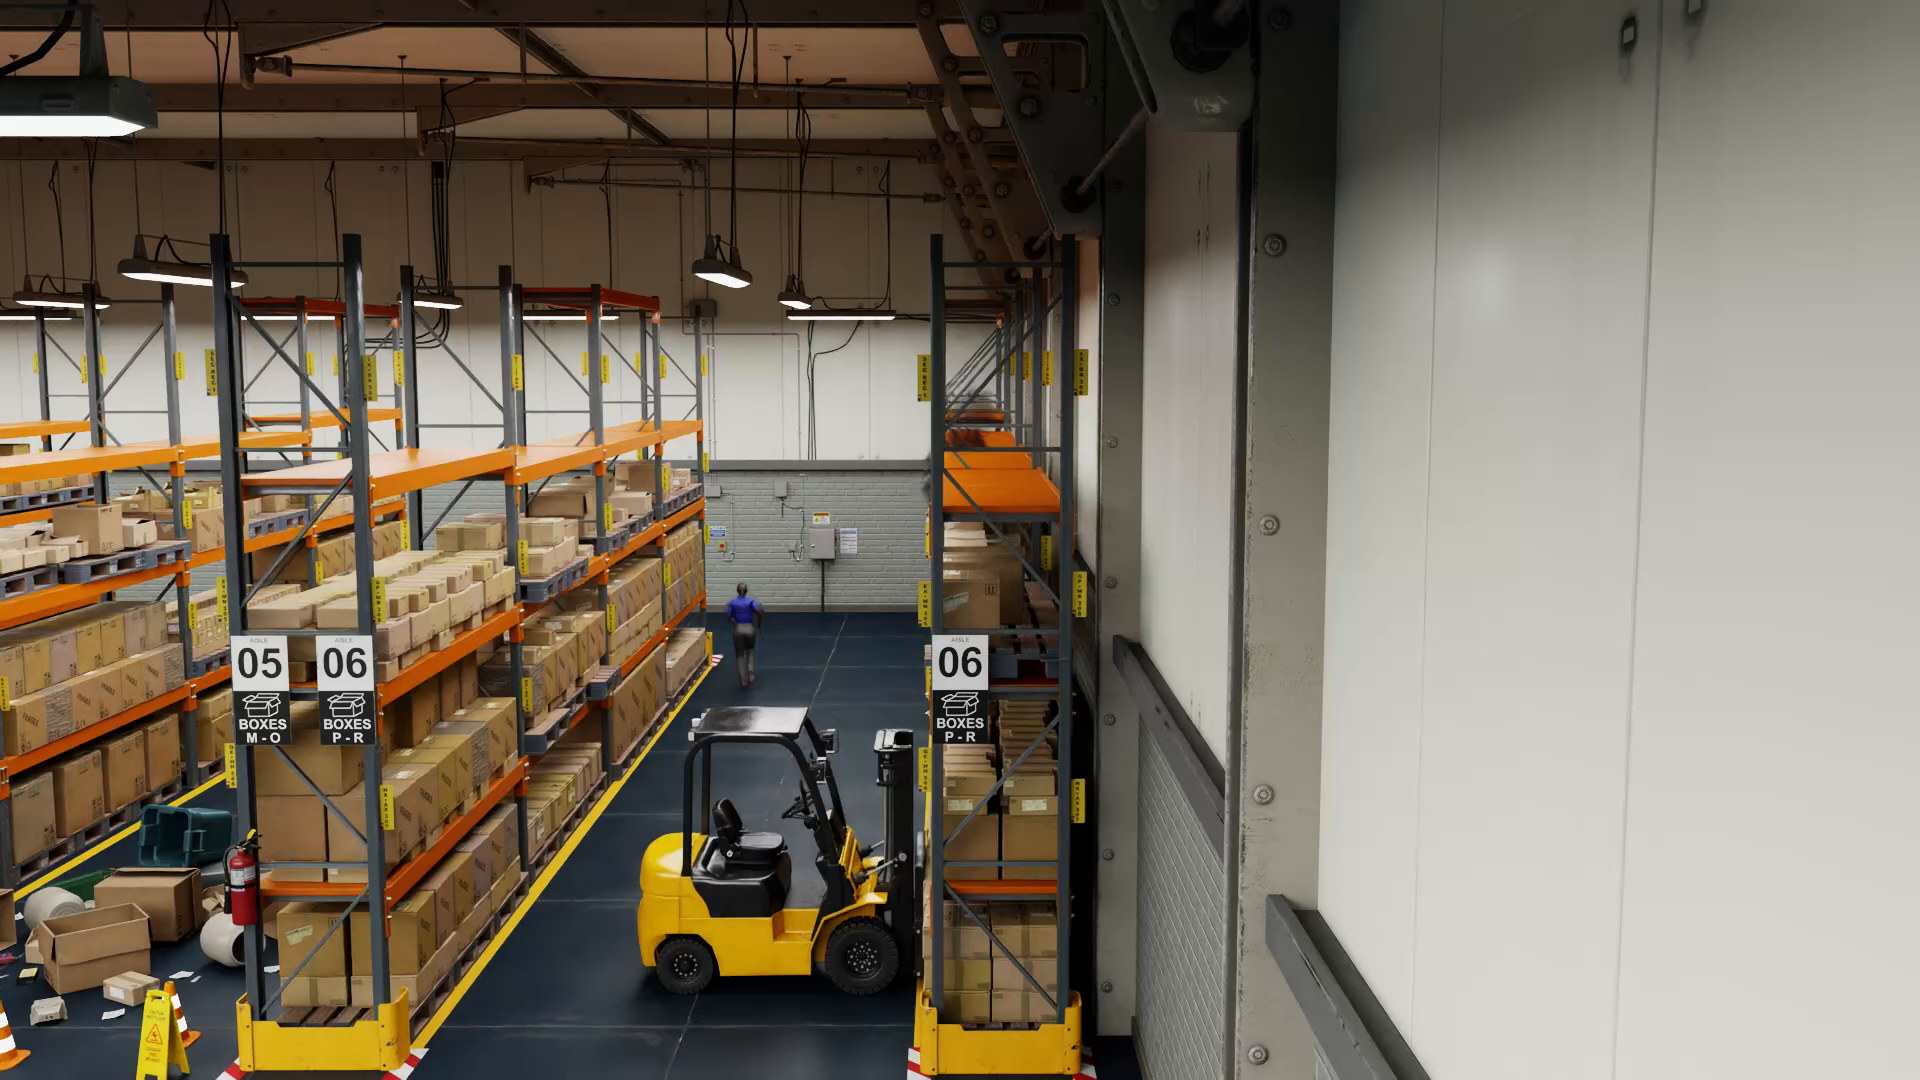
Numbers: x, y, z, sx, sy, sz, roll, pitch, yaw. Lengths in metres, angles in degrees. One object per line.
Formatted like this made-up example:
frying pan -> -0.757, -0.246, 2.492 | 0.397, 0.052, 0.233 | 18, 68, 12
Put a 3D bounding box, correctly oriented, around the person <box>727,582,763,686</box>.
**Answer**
person -> -3.385, 1.462, 26.140 | 0.543, 1.613, 0.723 | -1, 6, -10
